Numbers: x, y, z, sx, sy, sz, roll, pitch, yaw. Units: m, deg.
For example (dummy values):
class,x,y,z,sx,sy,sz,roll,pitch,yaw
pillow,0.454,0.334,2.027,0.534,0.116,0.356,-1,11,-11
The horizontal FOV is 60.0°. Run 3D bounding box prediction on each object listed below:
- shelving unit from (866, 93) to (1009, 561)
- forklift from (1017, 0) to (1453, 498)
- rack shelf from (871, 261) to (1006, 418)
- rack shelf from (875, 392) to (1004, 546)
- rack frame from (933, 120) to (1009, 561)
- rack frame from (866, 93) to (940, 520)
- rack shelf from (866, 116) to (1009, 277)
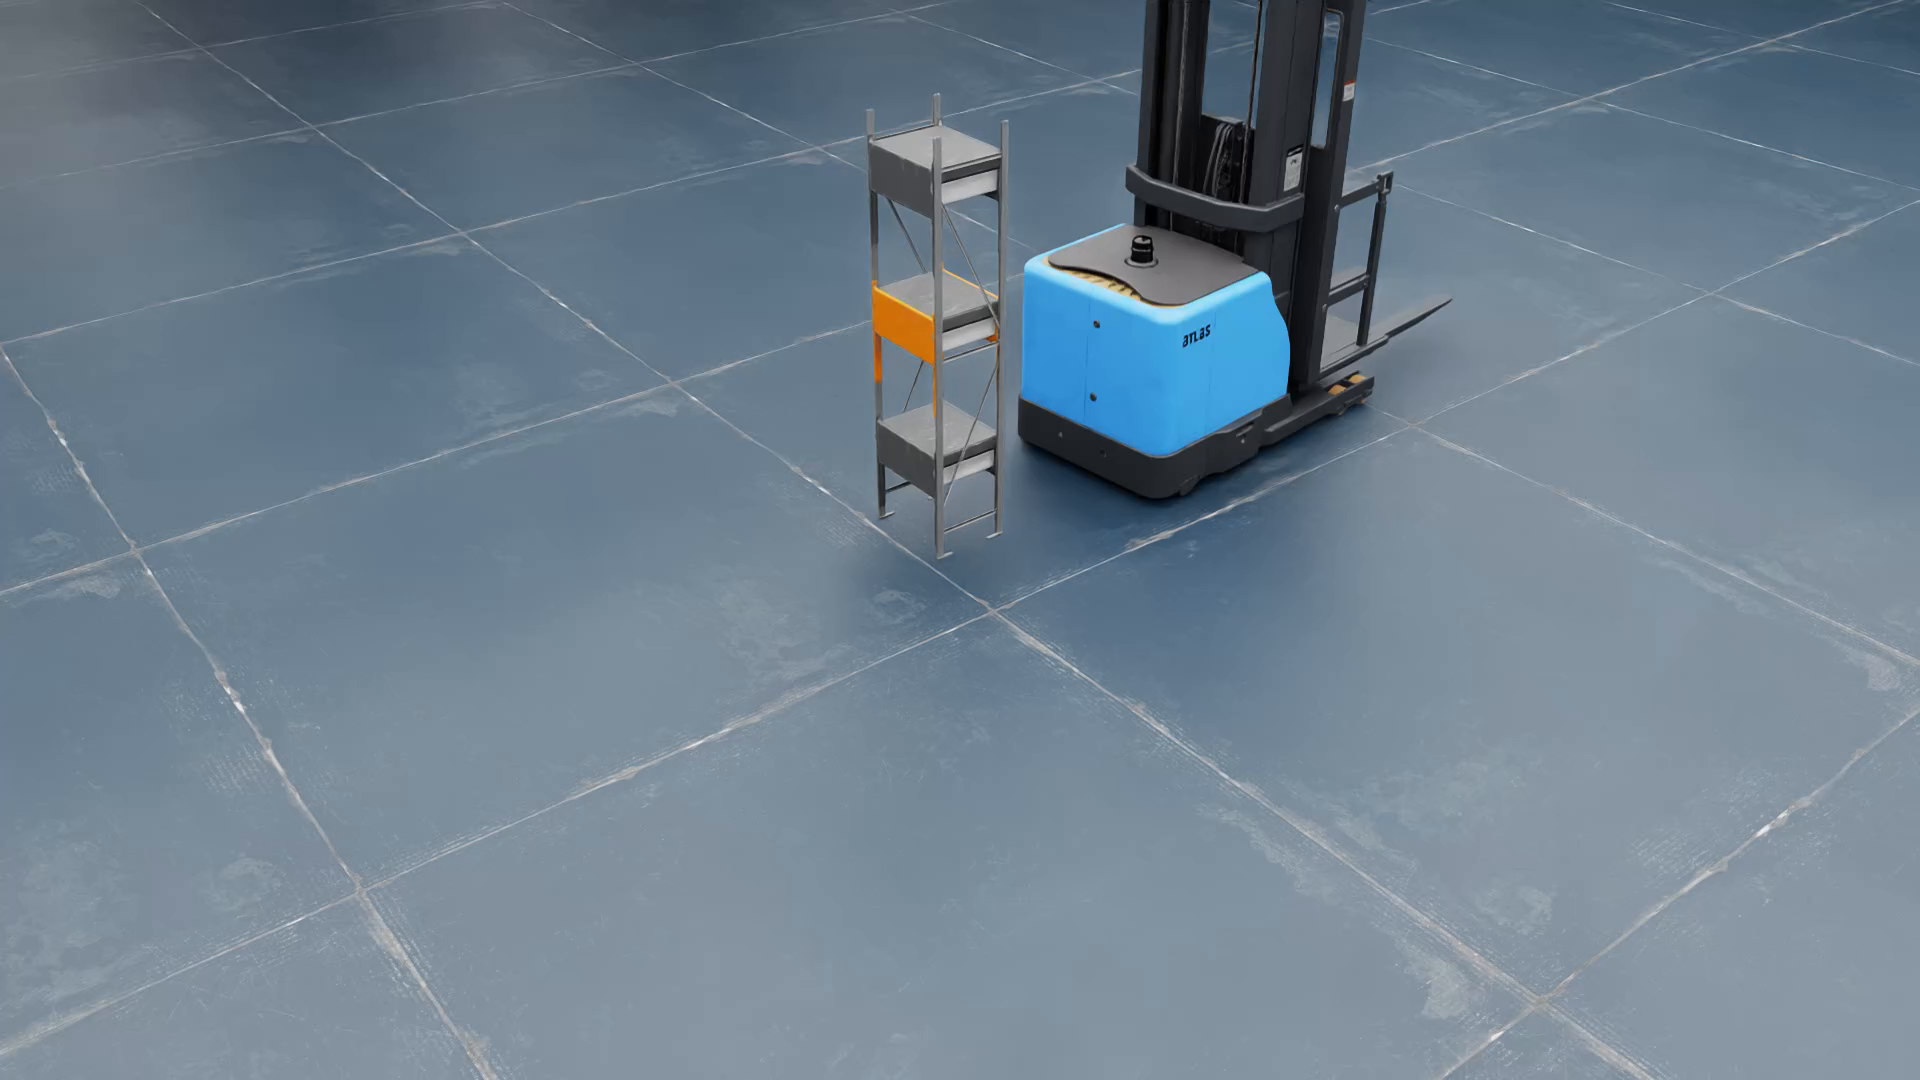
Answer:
class,x,y,z,sx,sy,sz,roll,pitch,yaw
shelving unit,-0.101,-0.961,7.807,0.431,2.100,0.503,-22,38,-31
forklift,1.721,-2.126,8.894,3.031,2.935,1.130,-27,41,-36
rack shelf,-0.101,-0.949,7.814,0.431,0.518,0.480,-22,38,-31
rack shelf,-0.102,-0.355,8.184,0.431,0.518,0.480,-22,38,-31
rack frame,0.048,-0.859,7.643,0.400,2.100,0.015,-22,38,-31
rack frame,-0.251,-1.063,7.971,0.400,2.100,0.015,-22,38,-31
rack shelf,-0.101,-1.544,7.445,0.431,0.518,0.480,-22,38,-31
